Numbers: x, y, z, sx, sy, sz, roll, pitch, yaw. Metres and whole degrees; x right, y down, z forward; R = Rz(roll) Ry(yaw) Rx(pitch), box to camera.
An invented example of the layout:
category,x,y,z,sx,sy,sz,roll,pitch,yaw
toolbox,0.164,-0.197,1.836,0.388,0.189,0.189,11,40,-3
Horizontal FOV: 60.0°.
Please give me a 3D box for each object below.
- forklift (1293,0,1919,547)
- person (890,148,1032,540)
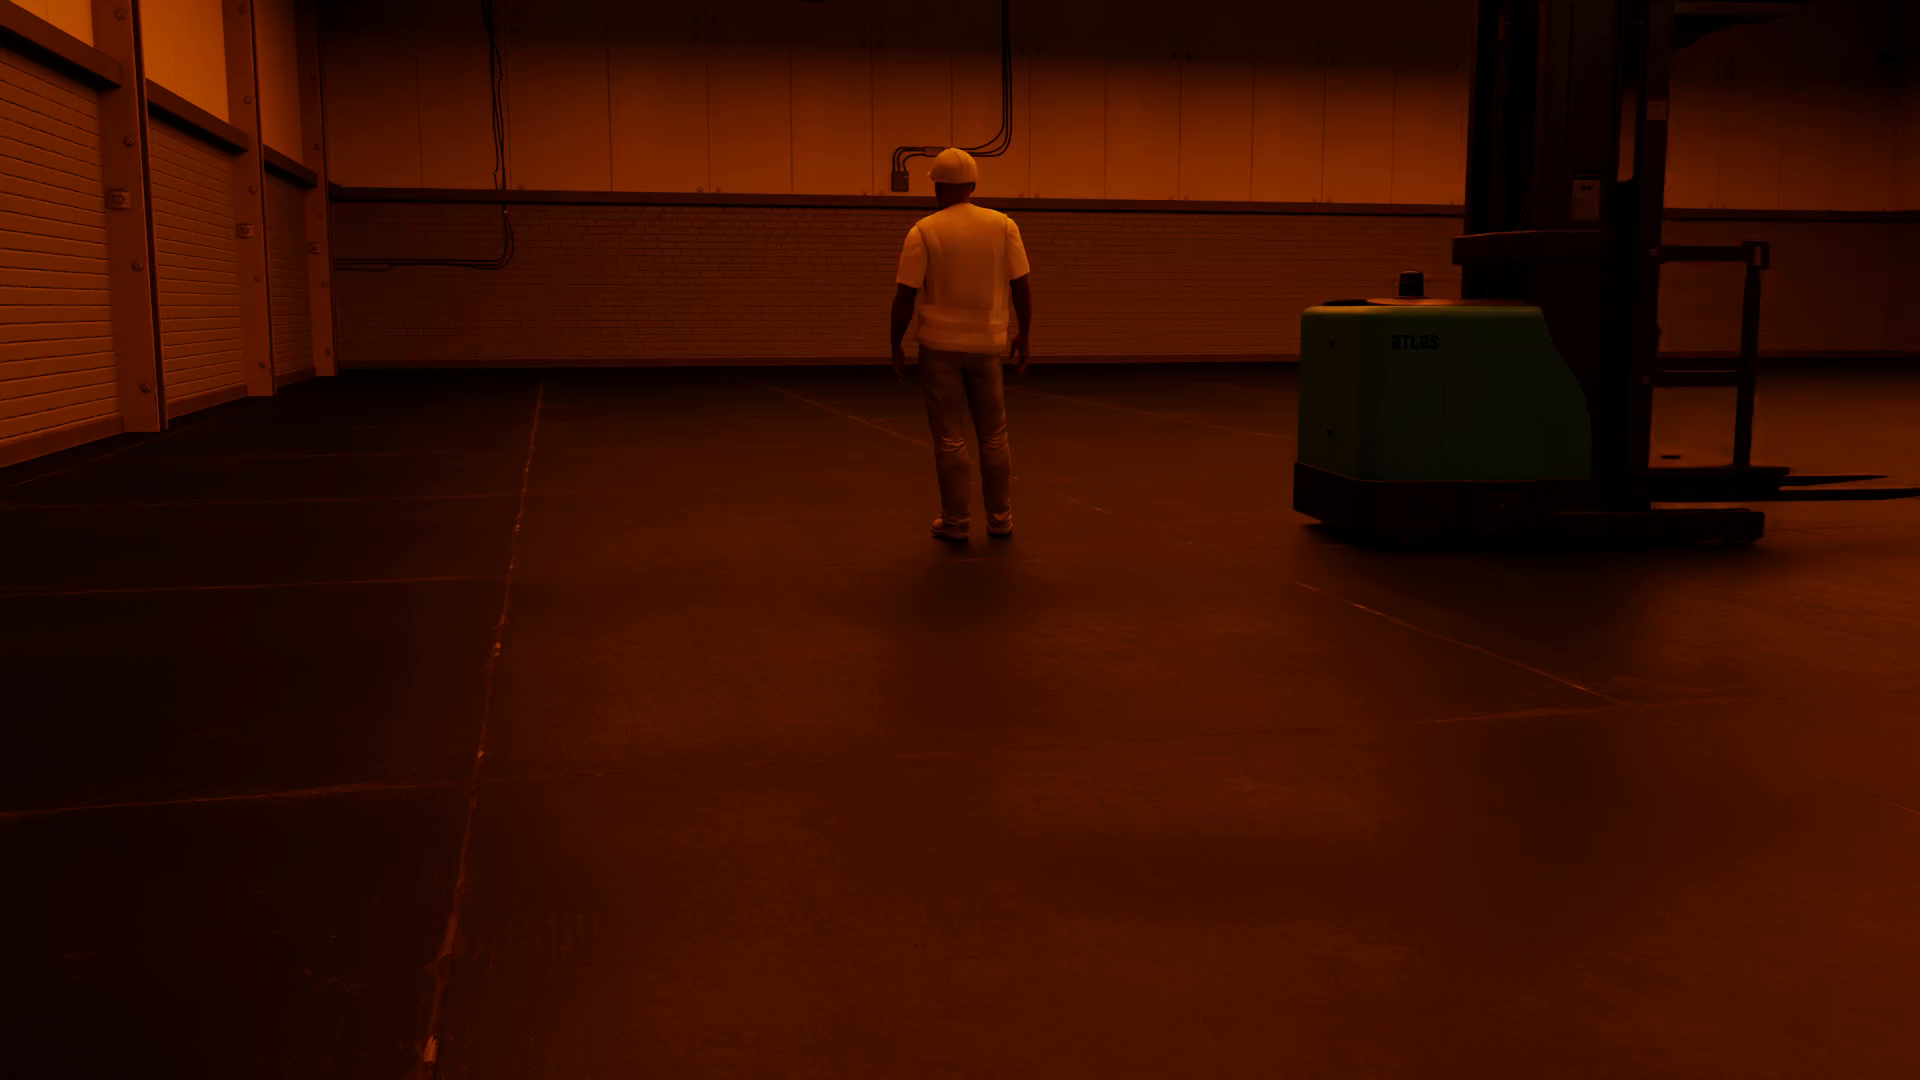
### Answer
category,x,y,z,sx,sy,sz,roll,pitch,yaw
forklift,3.208,-1.494,7.804,3.031,2.935,1.130,-1,8,-6
person,-0.010,-0.891,7.652,0.665,1.765,0.577,-2,8,-13
